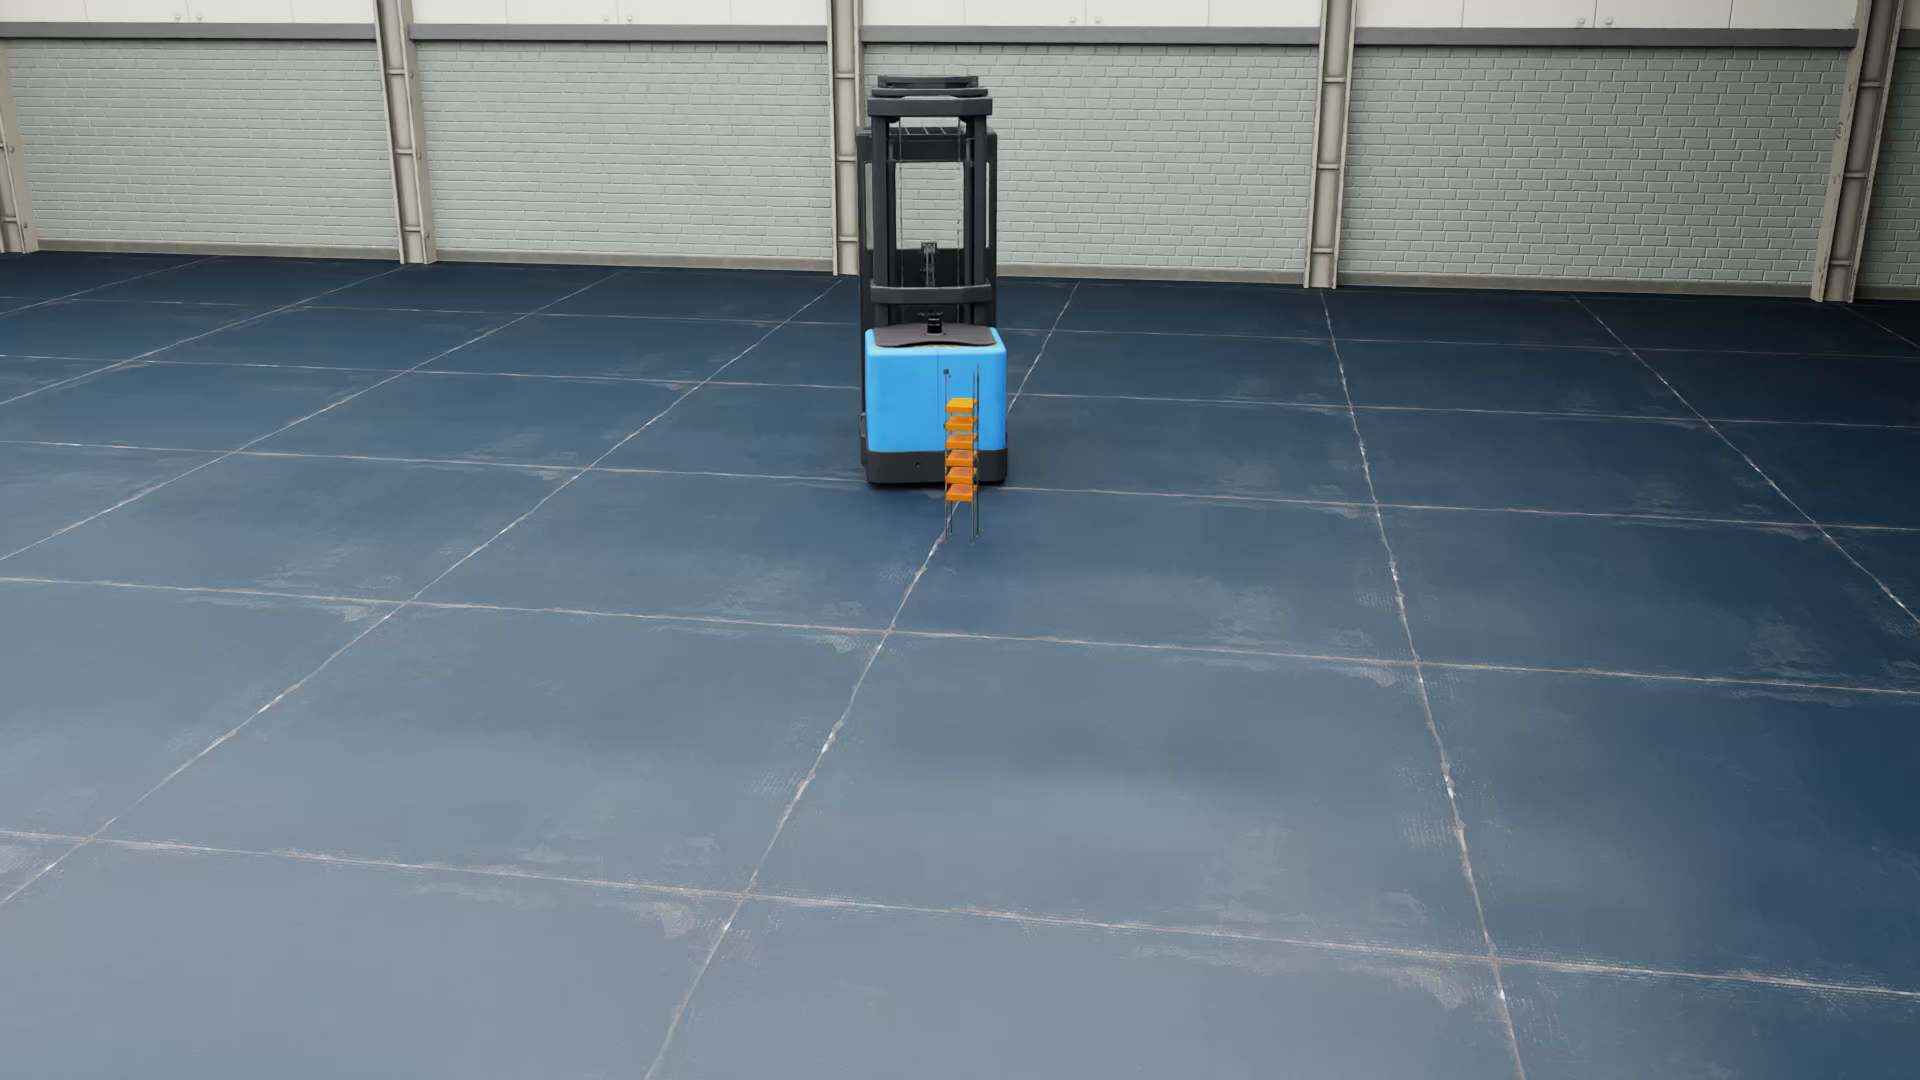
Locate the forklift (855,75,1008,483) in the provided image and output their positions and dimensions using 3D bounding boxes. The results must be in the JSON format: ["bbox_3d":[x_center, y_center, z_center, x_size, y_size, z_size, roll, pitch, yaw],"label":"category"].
[{"bbox_3d":[-0.274,-2.231,13.351,1.130,2.935,3.031,-1,19,-4],"label":"forklift"}]

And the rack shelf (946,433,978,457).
[{"bbox_3d":[0.014,-0.640,11.087,0.180,0.103,0.258,3,19,9],"label":"rack shelf"}]

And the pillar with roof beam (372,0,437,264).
[{"bbox_3d":[-8.034,-6.698,17.140,0.400,9.000,9.100,3,19,9],"label":"pillar with roof beam"}]

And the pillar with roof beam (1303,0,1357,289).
[{"bbox_3d":[3.814,-6.094,15.335,0.400,9.000,9.100,3,19,9],"label":"pillar with roof beam"}]

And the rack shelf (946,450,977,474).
[{"bbox_3d":[0.014,-0.526,11.125,0.180,0.103,0.258,3,19,9],"label":"rack shelf"}]

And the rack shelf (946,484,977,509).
[{"bbox_3d":[0.014,-0.299,11.201,0.180,0.103,0.258,3,19,9],"label":"rack shelf"}]

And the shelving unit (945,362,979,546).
[{"bbox_3d":[0.014,-0.568,11.111,0.189,1.200,0.258,3,19,9],"label":"shelving unit"}]

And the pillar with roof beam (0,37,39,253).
[{"bbox_3d":[-13.959,-7.000,18.042,0.400,9.000,9.100,3,19,9],"label":"pillar with roof beam"}]

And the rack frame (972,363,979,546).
[{"bbox_3d":[0.105,-0.564,11.097,0.006,1.200,0.240,3,19,9],"label":"rack frame"}]

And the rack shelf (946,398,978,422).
[{"bbox_3d":[0.014,-0.868,11.010,0.180,0.103,0.258,3,19,9],"label":"rack shelf"}]

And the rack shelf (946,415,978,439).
[{"bbox_3d":[0.014,-0.754,11.048,0.180,0.103,0.258,3,19,9],"label":"rack shelf"}]

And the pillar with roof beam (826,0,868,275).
[{"bbox_3d":[-2.110,-6.396,16.237,0.400,9.000,9.100,3,19,9],"label":"pillar with roof beam"}]

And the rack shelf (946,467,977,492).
[{"bbox_3d":[0.014,-0.412,11.163,0.180,0.103,0.258,3,19,9],"label":"rack shelf"}]

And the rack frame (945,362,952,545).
[{"bbox_3d":[-0.076,-0.573,11.124,0.006,1.200,0.240,3,19,9],"label":"rack frame"}]

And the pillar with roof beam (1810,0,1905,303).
[{"bbox_3d":[9.738,-5.792,14.432,0.400,9.000,9.100,3,19,9],"label":"pillar with roof beam"}]
